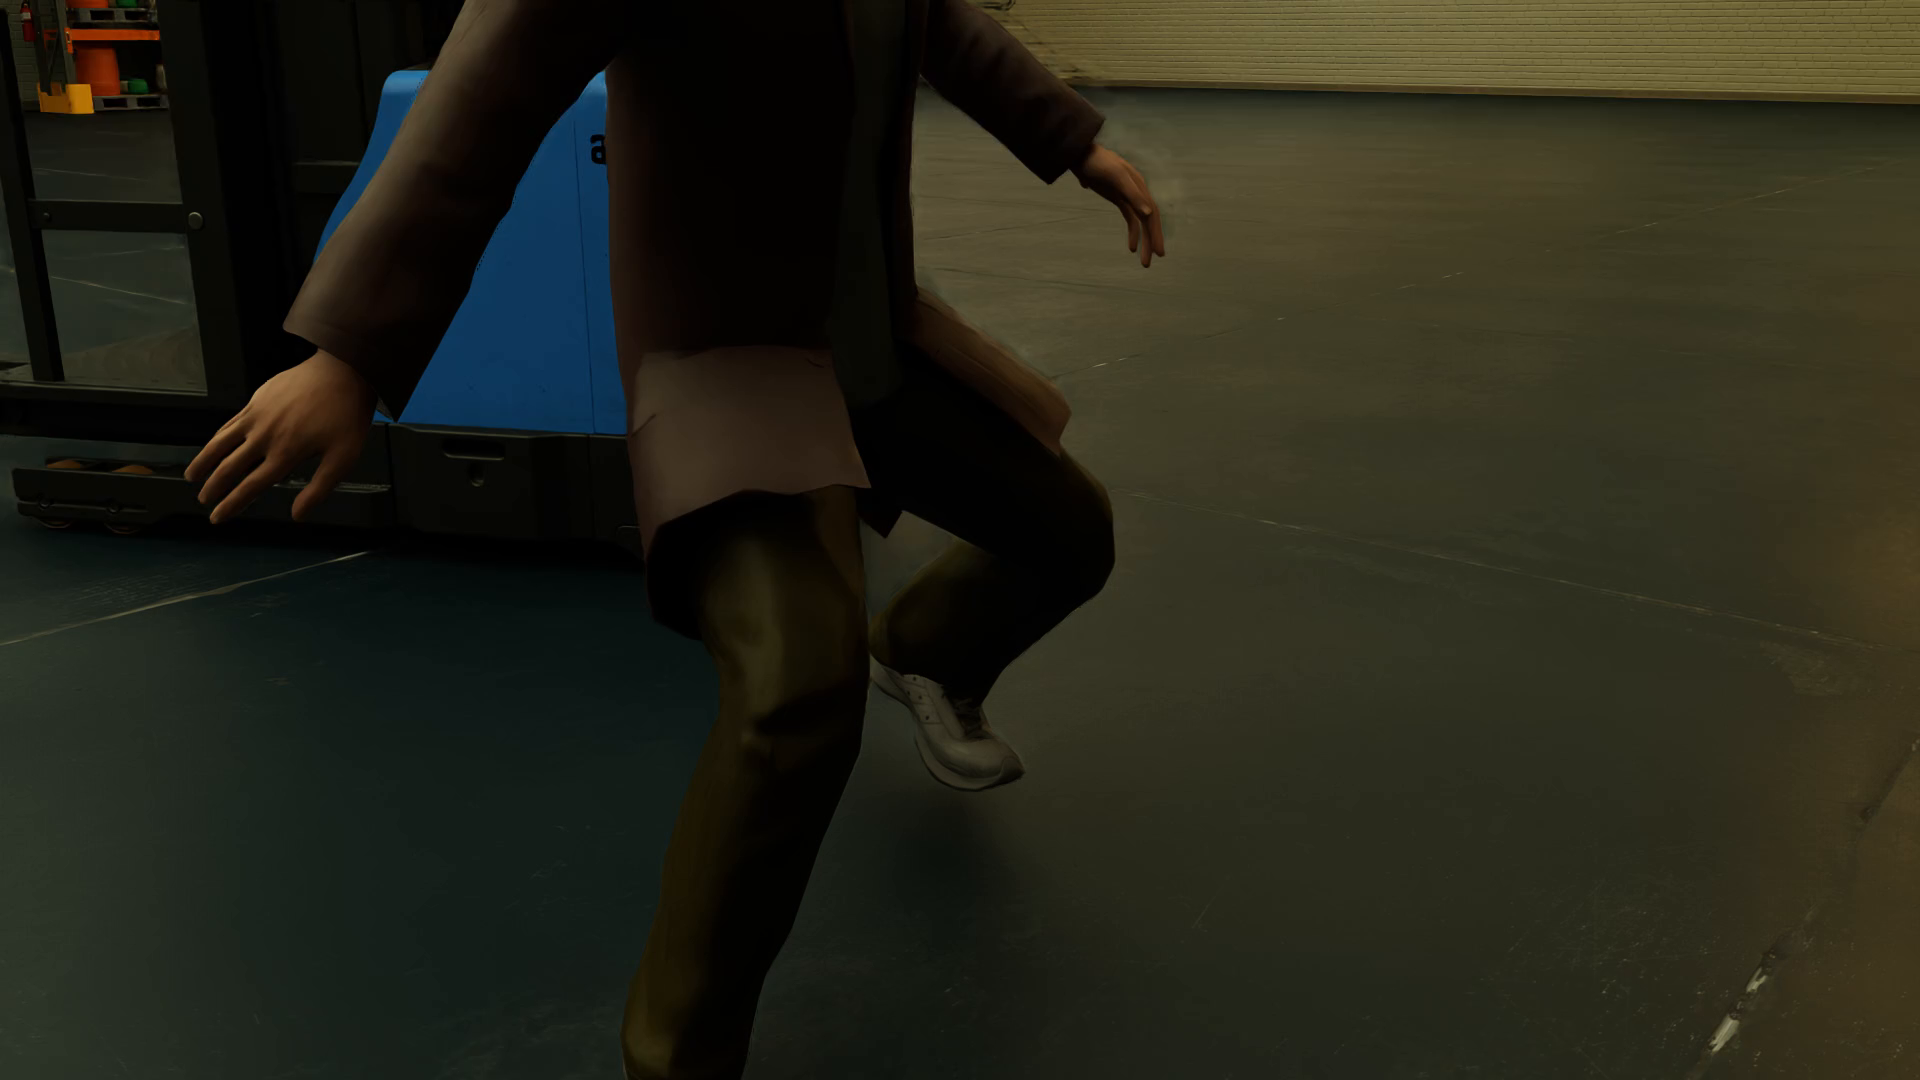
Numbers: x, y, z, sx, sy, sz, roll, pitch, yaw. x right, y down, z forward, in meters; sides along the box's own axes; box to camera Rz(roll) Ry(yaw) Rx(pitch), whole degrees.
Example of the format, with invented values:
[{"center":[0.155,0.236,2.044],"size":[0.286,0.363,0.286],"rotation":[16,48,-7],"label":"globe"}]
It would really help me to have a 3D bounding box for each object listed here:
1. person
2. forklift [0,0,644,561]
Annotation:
[{"center":[-0.200,-0.174,1.879],"size":[0.522,1.681,1.222],"rotation":[11,20,32],"label":"person"},{"center":[-1.788,-1.558,4.028],"size":[3.031,2.935,1.130],"rotation":[4,17,13],"label":"forklift"}]
